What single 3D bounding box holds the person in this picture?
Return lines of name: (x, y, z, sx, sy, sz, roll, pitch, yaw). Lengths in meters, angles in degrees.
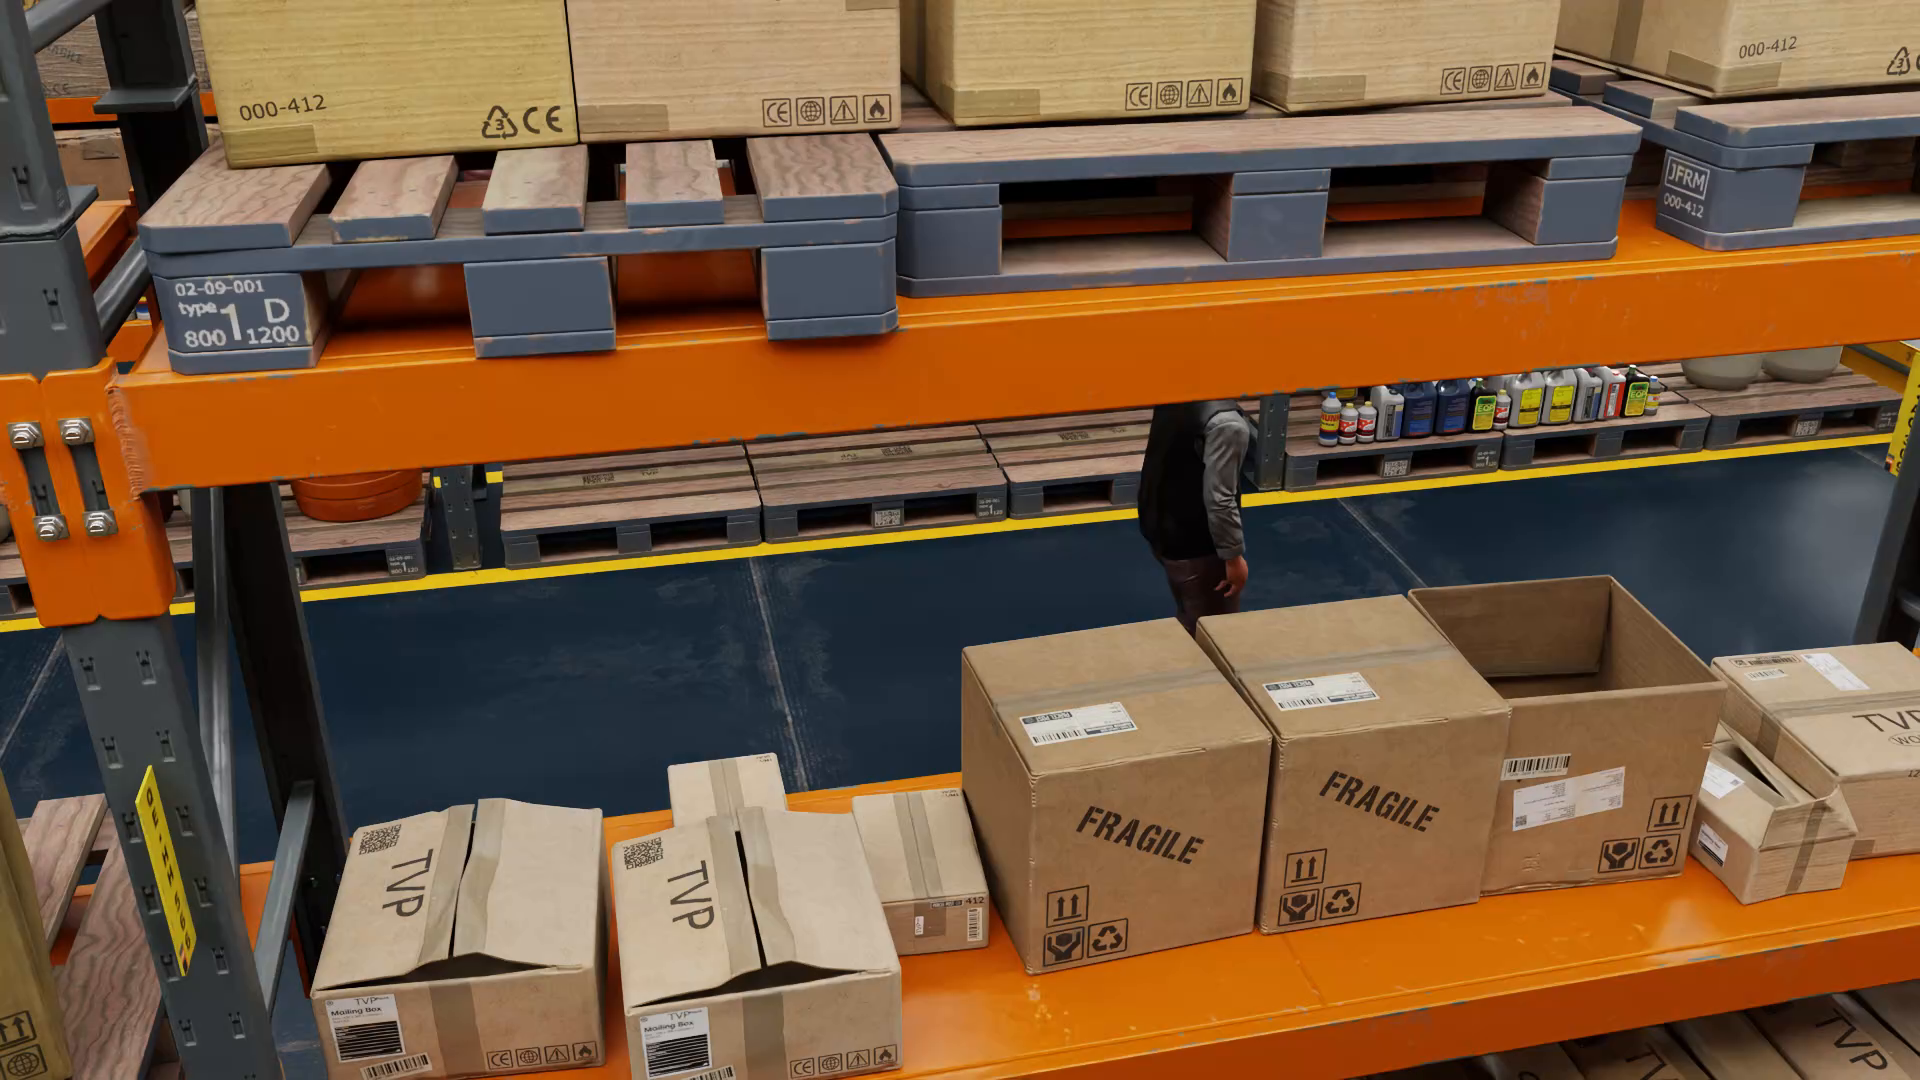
person: (0.898, -0.006, 6.156, 0.472, 1.720, 0.579, -7, 27, -13)
